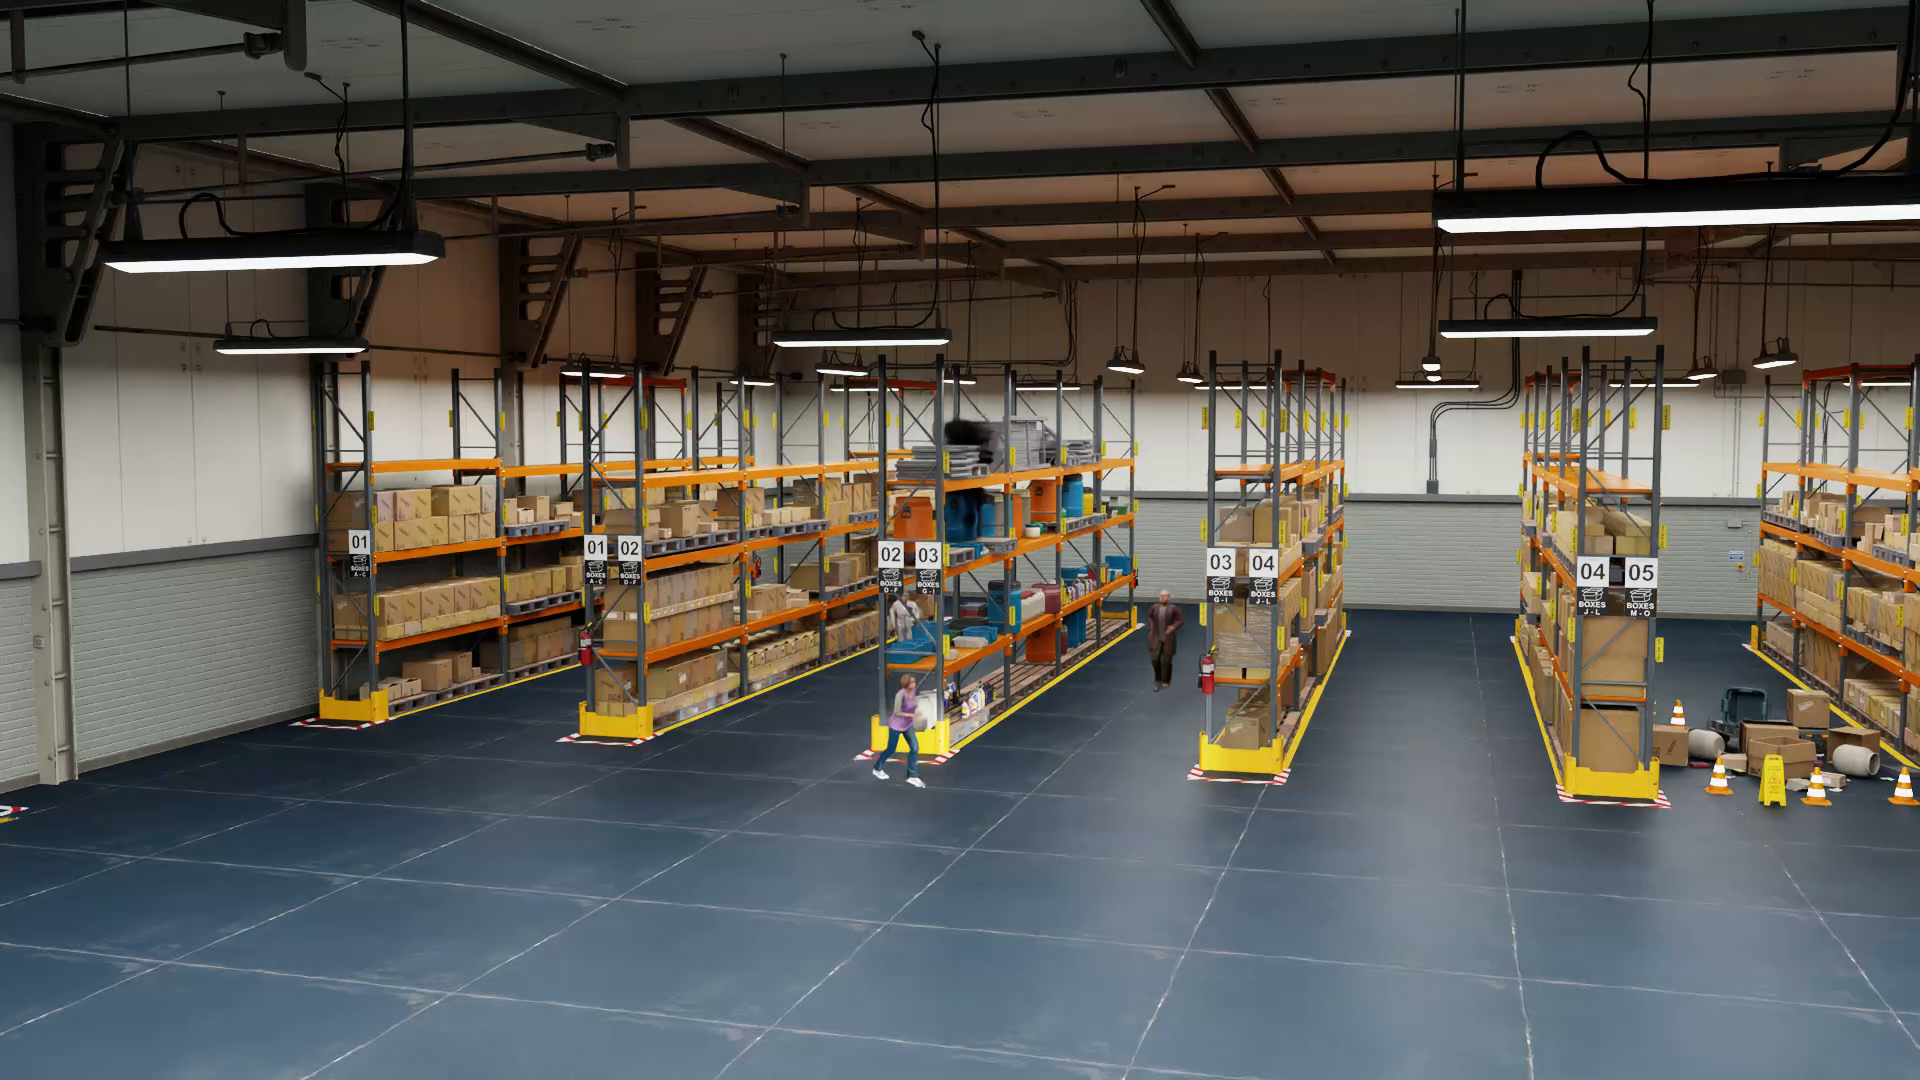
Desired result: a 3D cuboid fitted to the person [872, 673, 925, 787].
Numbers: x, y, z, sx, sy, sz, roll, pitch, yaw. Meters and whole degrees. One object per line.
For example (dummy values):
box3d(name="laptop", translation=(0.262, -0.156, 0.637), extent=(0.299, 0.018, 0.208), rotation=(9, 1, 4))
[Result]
box3d(name="person", translation=(-0.823, 2.588, 22.811), extent=(0.898, 1.566, 0.534), rotation=(3, 5, 39))

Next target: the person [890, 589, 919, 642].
box3d(name="person", translation=(-1.133, 1.790, 33.878), extent=(0.610, 1.618, 0.667), rotation=(0, 4, -1))

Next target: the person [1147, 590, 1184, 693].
box3d(name="person", translation=(3.579, 1.784, 29.186), extent=(0.702, 1.821, 0.711), rotation=(1, 4, 18))
